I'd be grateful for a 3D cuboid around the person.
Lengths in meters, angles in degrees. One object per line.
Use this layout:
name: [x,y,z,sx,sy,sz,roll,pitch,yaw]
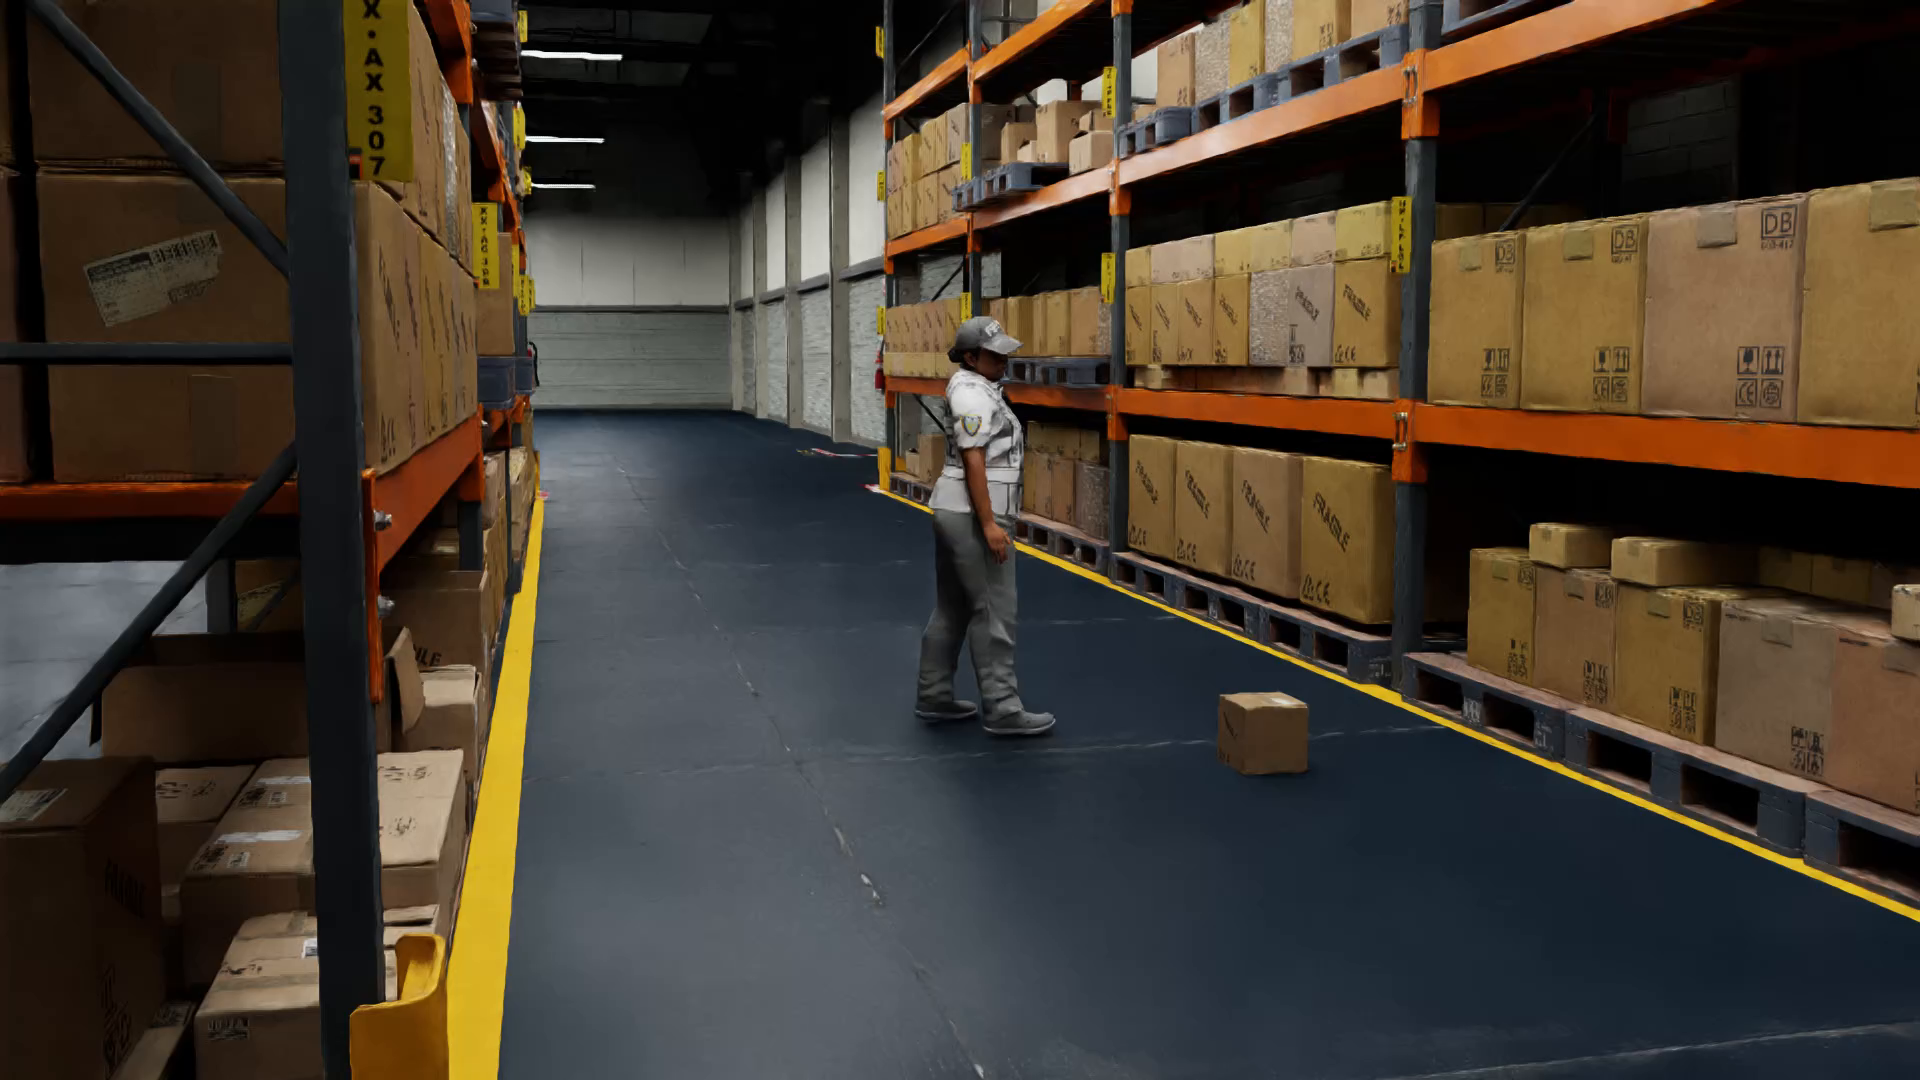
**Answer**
person: [0.100,-0.064,6.647,0.559,1.655,0.600,0,6,-4]
